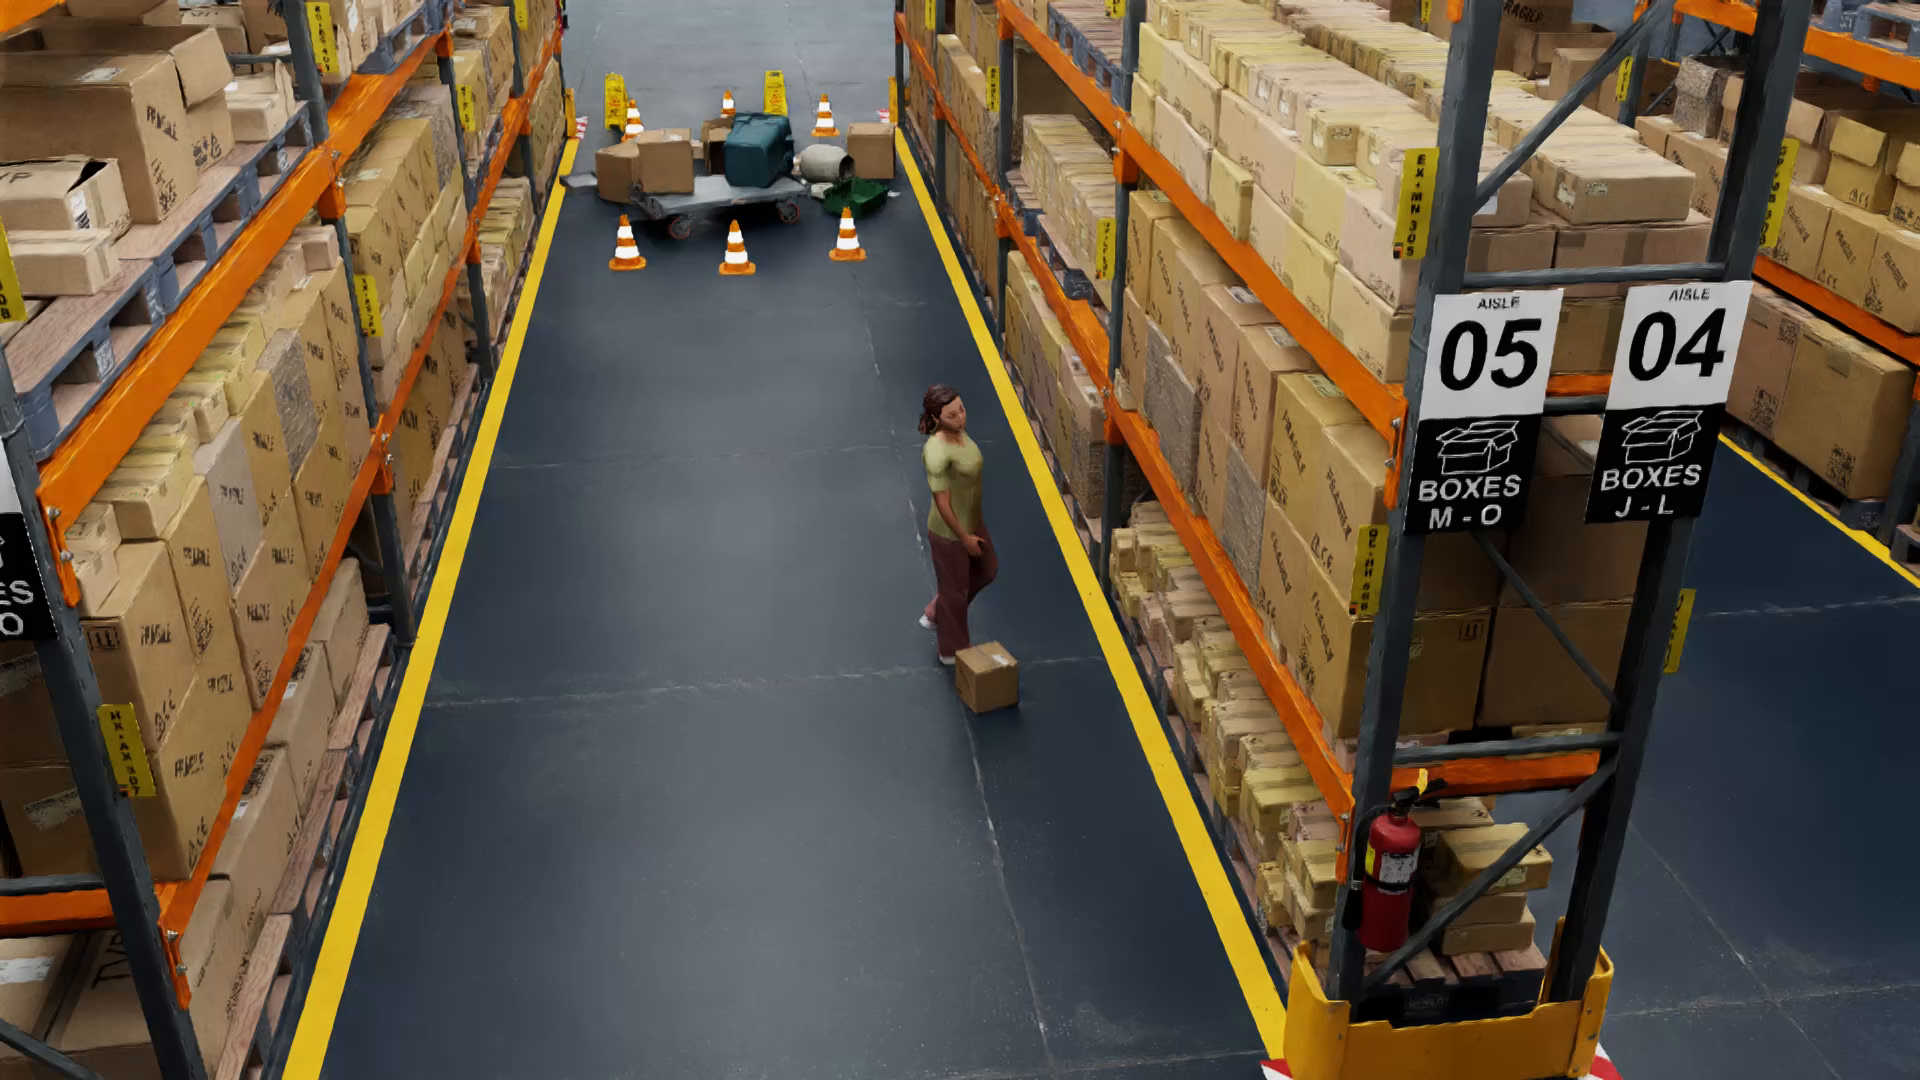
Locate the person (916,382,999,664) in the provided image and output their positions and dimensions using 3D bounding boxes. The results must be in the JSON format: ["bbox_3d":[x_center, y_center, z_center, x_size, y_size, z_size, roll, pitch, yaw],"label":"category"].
[{"bbox_3d":[-0.033,0.038,8.802,0.446,1.413,0.528,7,28,13],"label":"person"}]
